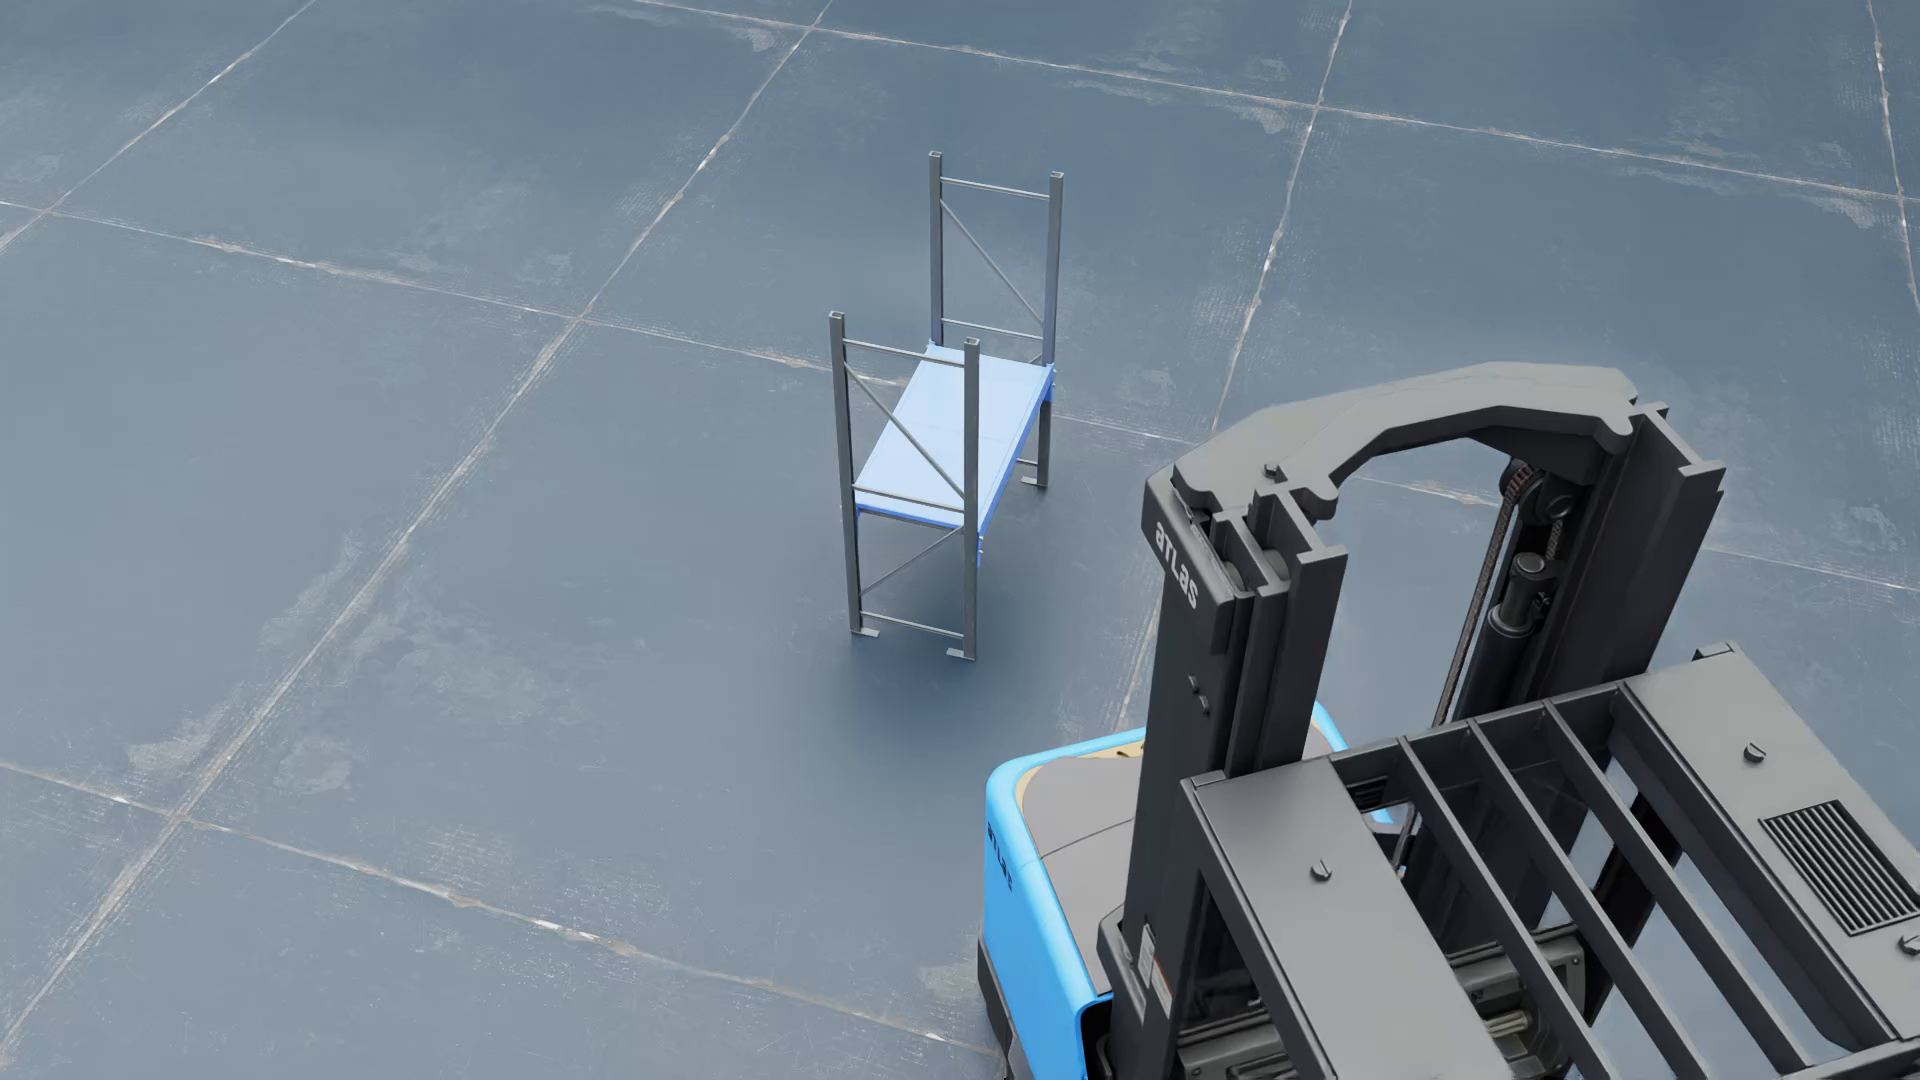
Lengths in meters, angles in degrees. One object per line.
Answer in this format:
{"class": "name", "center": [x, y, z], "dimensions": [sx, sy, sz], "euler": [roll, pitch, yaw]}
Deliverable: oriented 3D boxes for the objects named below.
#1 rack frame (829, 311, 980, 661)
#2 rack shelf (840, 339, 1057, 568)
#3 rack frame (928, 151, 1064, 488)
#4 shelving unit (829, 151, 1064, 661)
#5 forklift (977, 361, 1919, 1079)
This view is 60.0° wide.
{"class": "rack frame", "center": [-0.180, -0.140, 5.821], "dimensions": [0.500, 1.500, 0.032], "euler": [13, 46, 12]}
{"class": "rack shelf", "center": [-0.026, -0.351, 6.293], "dimensions": [0.538, 0.185, 1.000], "euler": [13, 46, 12]}
{"class": "rack frame", "center": [0.128, -0.818, 6.514], "dimensions": [0.500, 1.500, 0.032], "euler": [13, 46, 12]}
{"class": "shelving unit", "center": [-0.026, -0.479, 6.167], "dimensions": [0.538, 1.500, 1.048], "euler": [13, 46, 12]}
{"class": "forklift", "center": [0.975, 1.229, 3.399], "dimensions": [1.130, 2.935, 3.031], "euler": [-12, 46, -12]}
